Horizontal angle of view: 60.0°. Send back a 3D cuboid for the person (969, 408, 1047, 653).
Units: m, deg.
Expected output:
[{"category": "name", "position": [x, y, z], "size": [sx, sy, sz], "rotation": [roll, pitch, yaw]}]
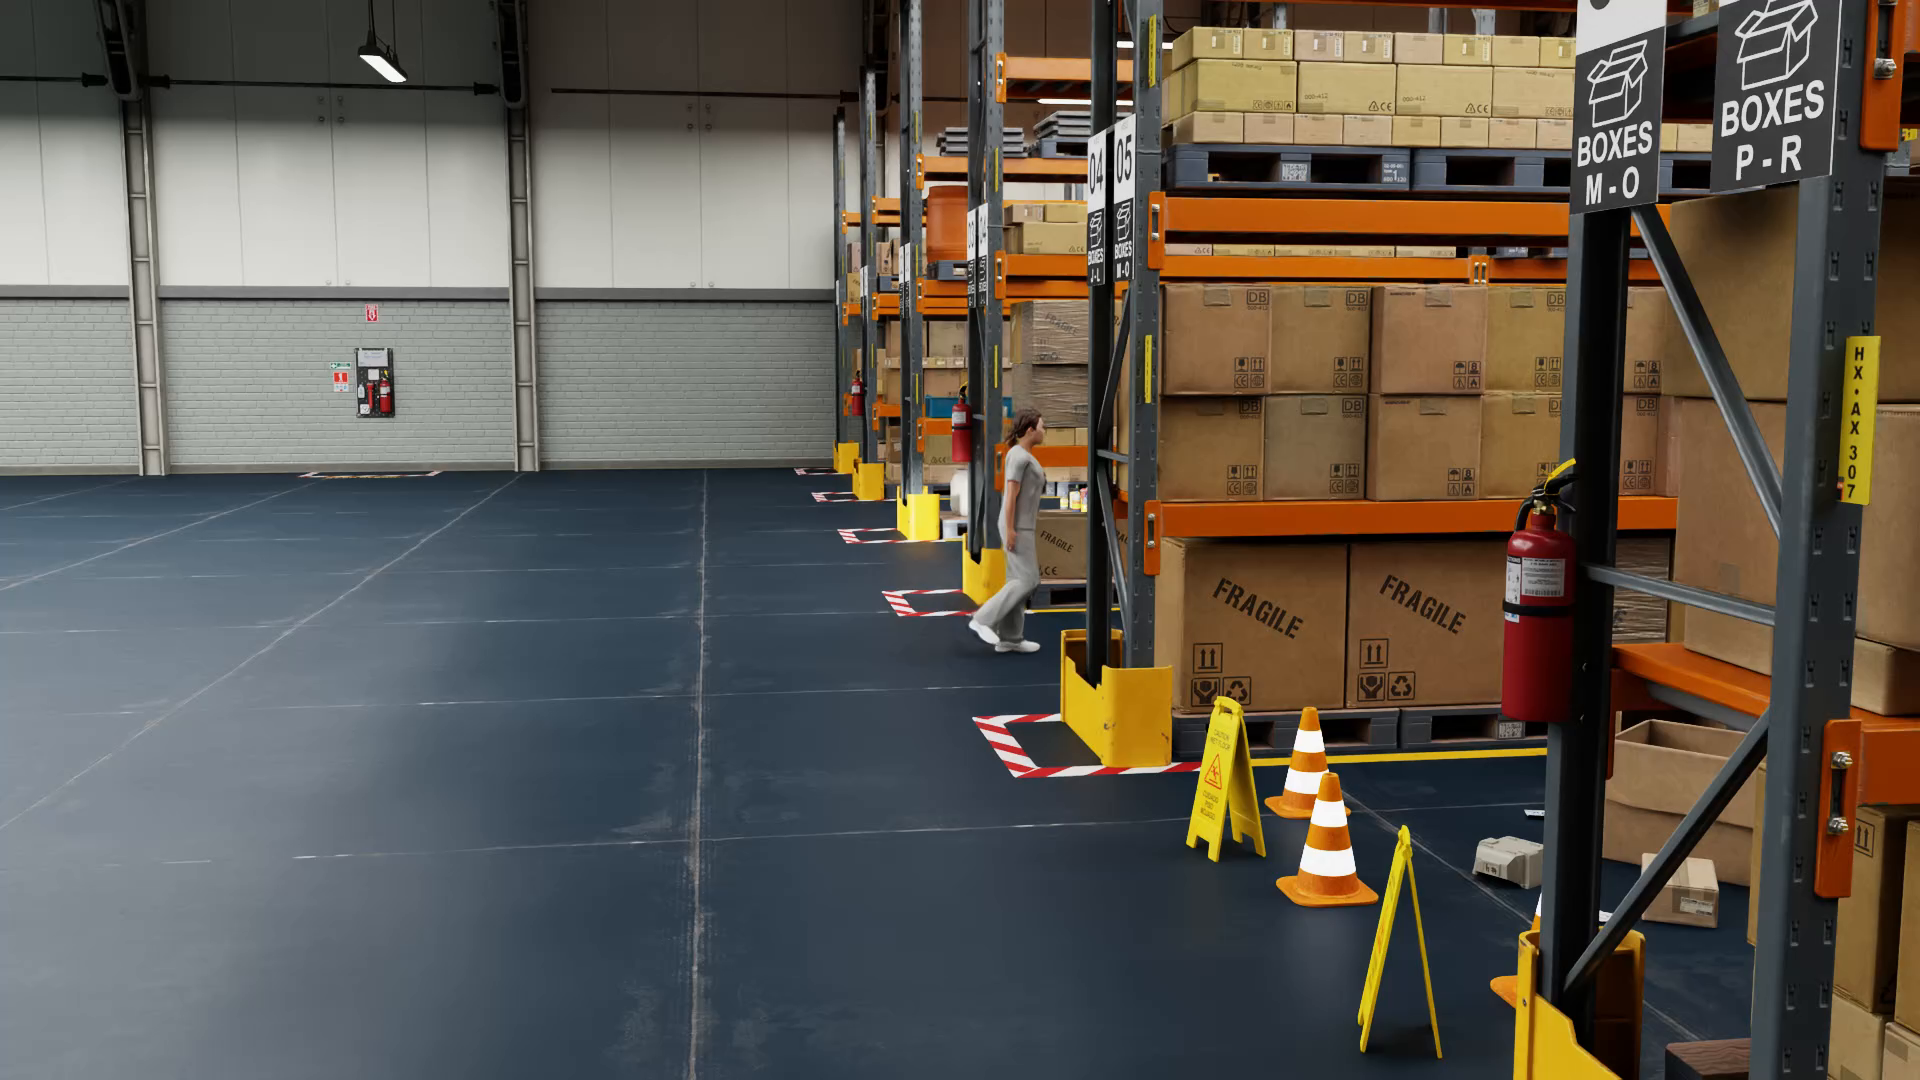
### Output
[{"category": "person", "position": [0.326, -0.060, 11.319], "size": [0.516, 1.665, 0.507], "rotation": [1, 7, 7]}]
